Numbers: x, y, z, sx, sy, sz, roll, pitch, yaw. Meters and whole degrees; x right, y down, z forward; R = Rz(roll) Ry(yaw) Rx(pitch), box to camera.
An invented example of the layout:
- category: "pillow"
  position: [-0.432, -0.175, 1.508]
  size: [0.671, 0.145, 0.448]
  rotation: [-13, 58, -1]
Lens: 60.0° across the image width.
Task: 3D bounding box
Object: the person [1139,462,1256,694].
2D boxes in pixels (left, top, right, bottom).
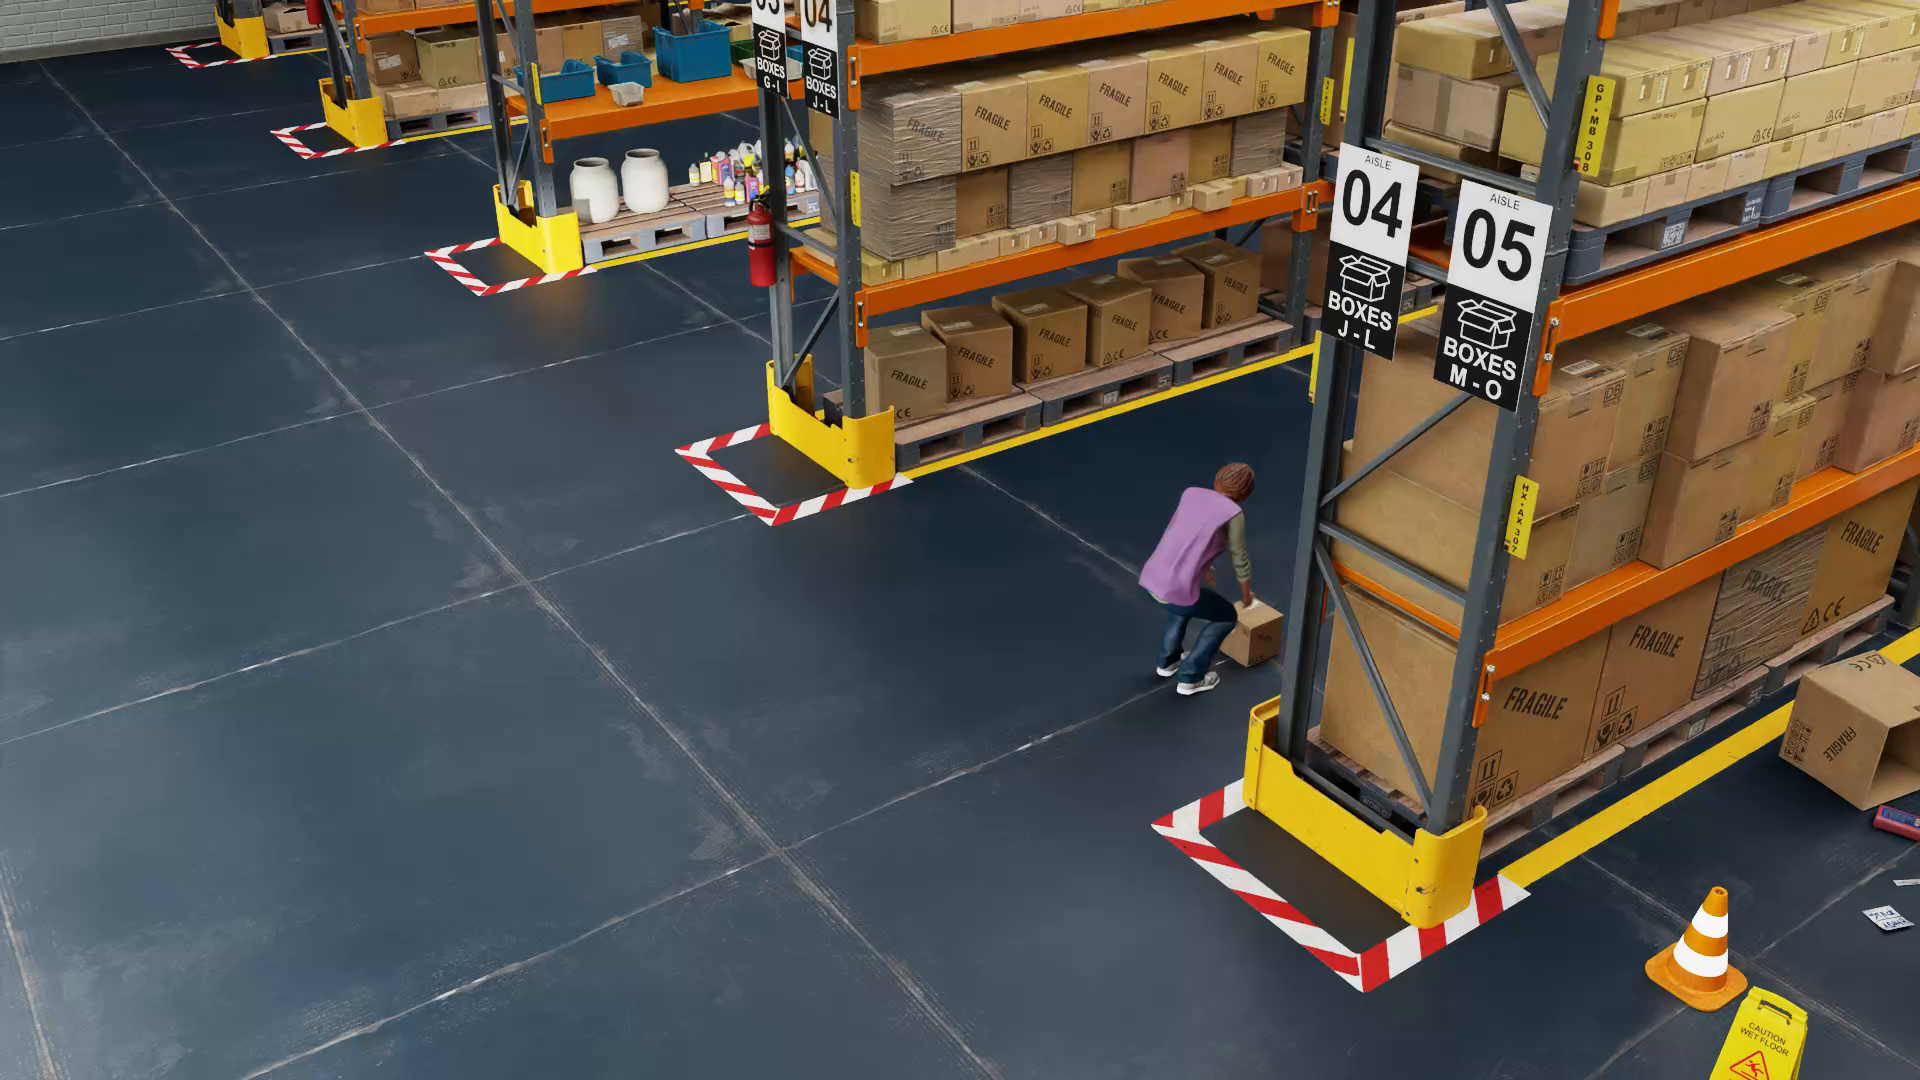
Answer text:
- category: "person"
  position: [1.232, 0.207, 8.707]
  size: [0.714, 1.171, 0.463]
  rotation: [-19, 34, -30]
